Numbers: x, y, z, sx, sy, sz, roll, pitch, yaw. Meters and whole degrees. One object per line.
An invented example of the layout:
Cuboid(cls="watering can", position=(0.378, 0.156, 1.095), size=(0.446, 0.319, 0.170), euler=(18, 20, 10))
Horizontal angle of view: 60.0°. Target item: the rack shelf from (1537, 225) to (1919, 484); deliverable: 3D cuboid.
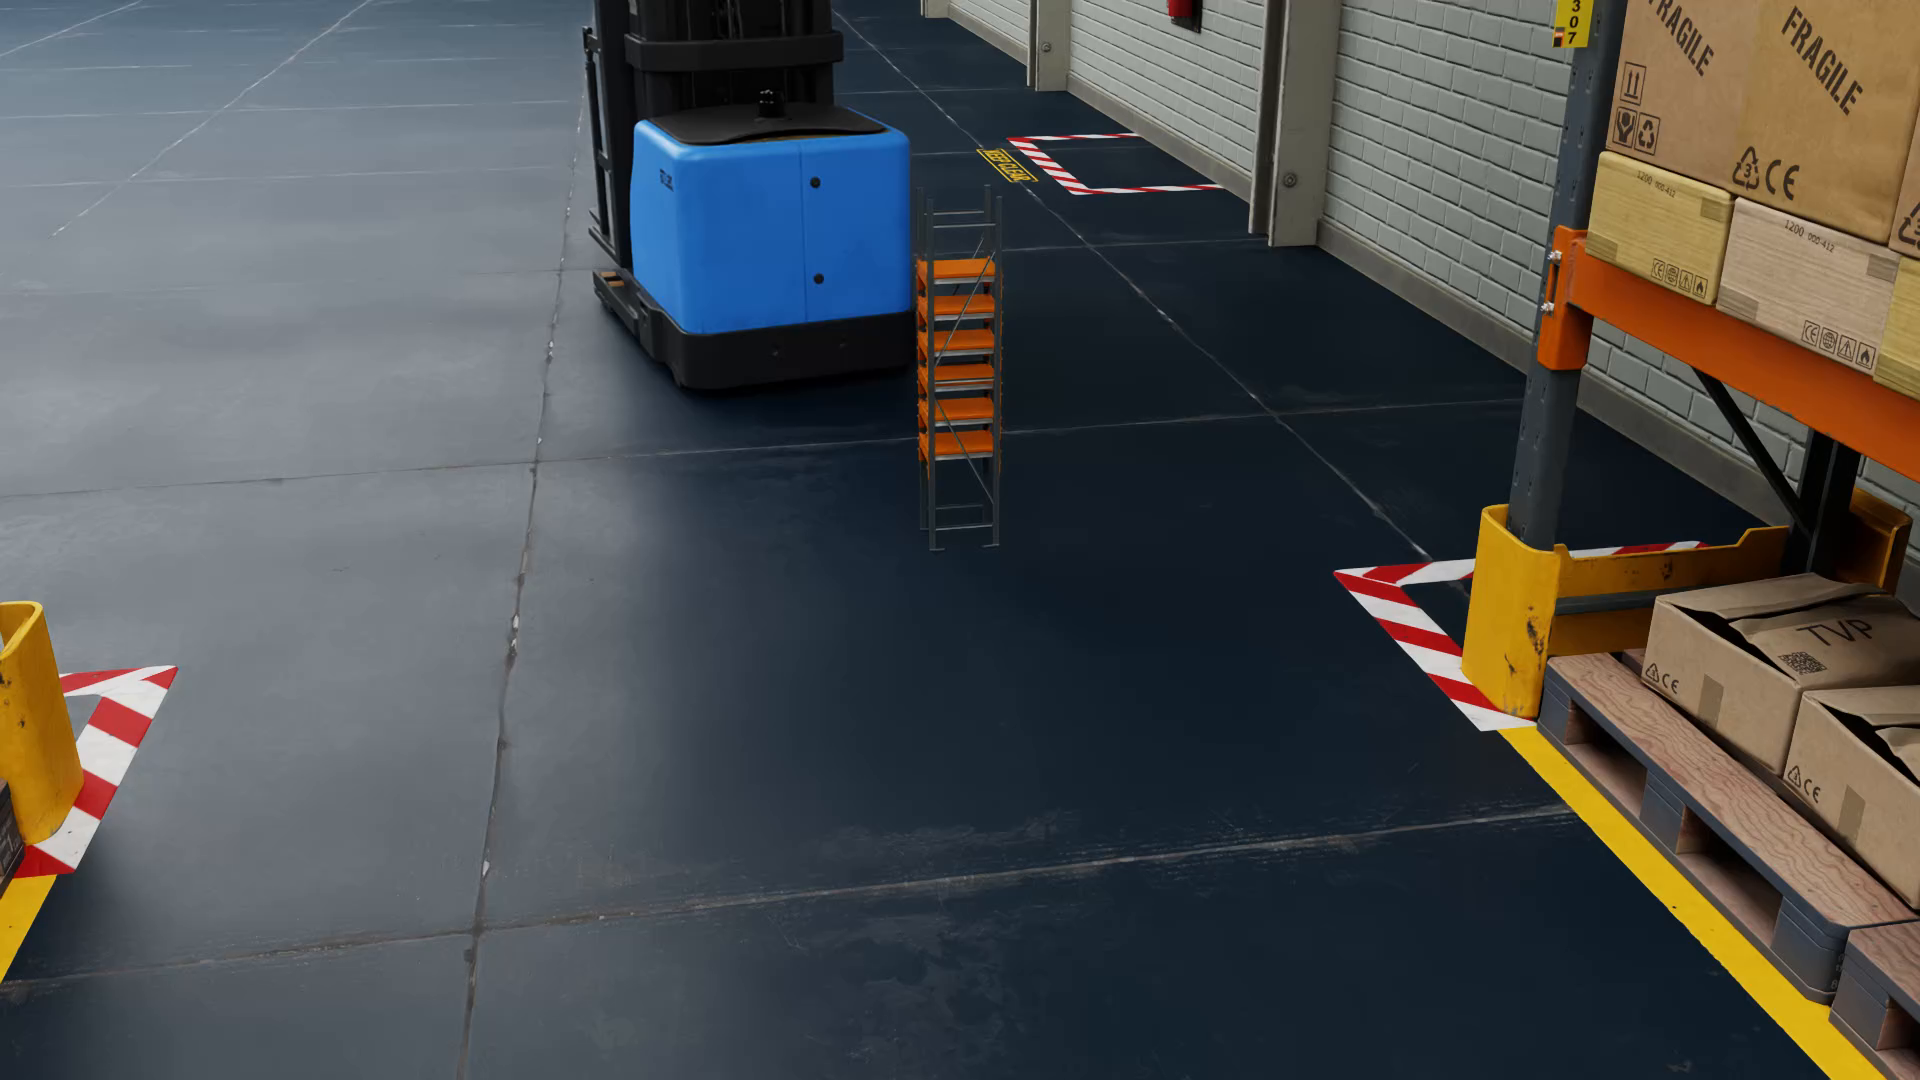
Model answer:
Cuboid(cls="rack shelf", position=(2.420, 0.100, 2.672), size=(1.077, 0.370, 4.000), euler=(-4, 24, -10))

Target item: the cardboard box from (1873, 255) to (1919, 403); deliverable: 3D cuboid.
Cuboid(cls="cardboard box", position=(2.026, -0.337, 2.937), size=(0.500, 0.250, 0.500), euler=(-5, 24, -11))

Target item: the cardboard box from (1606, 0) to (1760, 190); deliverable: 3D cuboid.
Cuboid(cls="cardboard box", position=(1.843, -1.090, 3.724), size=(0.500, 0.500, 0.500), euler=(-4, 24, -10))

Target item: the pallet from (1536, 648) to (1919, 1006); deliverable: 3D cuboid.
Cuboid(cls="pallet", position=(2.179, 0.614, 4.081), size=(1.003, 0.211, 1.213), euler=(-4, 24, -10))

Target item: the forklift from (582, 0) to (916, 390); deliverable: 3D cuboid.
Cuboid(cls="forklift", position=(-1.231, -2.537, 7.898), size=(1.130, 2.935, 3.031), euler=(-9, 25, -21))

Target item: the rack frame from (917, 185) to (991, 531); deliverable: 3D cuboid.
Cuboid(cls="rack frame", position=(-0.020, -0.592, 5.605), size=(0.240, 1.200, 0.006), euler=(-4, 24, -10))

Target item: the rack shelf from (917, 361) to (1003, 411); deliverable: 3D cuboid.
Cuboid(cls="rack shelf", position=(-0.003, -0.515, 5.541), size=(0.258, 0.103, 0.180), euler=(-4, 24, -10))

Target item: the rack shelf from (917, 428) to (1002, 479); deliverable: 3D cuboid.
Cuboid(cls="rack shelf", position=(-0.003, -0.295, 5.637), size=(0.258, 0.103, 0.180), euler=(-4, 24, -10))

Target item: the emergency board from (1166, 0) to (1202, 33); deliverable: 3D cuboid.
Cuboid(cls="emergency board", position=(1.500, -4.140, 11.481), size=(0.194, 1.169, 0.643), euler=(-4, 24, -10))

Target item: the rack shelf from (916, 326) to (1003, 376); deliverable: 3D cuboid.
Cuboid(cls="rack shelf", position=(-0.003, -0.625, 5.493), size=(0.258, 0.103, 0.180), euler=(-4, 24, -10))

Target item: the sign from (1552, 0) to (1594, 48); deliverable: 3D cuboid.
Cuboid(cls="sign", position=(1.517, -1.373, 4.064), size=(0.100, 0.325, 0.005), euler=(-4, 24, -10))

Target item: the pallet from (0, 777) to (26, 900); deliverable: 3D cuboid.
Cuboid(cls="pallet", position=(-2.635, 0.927, 3.363), size=(1.003, 0.211, 1.213), euler=(-4, 24, -10))

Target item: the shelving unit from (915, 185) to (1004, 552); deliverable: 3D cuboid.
Cuboid(cls="shelving unit", position=(-0.003, -0.556, 5.523), size=(0.258, 1.200, 0.189), euler=(-4, 24, -10))

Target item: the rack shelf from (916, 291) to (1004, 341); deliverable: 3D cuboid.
Cuboid(cls="rack shelf", position=(-0.003, -0.735, 5.445), size=(0.258, 0.103, 0.180), euler=(-4, 24, -10))

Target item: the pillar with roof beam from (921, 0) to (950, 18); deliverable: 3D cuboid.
Cuboid(cls="pillar with roof beam", position=(-4.530, -10.316, 18.126), size=(9.100, 9.000, 0.400), euler=(-4, 24, -10))

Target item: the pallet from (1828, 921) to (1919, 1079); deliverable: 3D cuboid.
Cuboid(cls="pallet", position=(2.401, 1.093, 2.985), size=(1.003, 0.211, 1.213), euler=(-4, 24, -10))

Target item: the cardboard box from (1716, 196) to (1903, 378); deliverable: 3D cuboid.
Cuboid(cls="cardboard box", position=(1.938, -0.538, 3.397), size=(0.500, 0.250, 0.500), euler=(-5, 24, -11))

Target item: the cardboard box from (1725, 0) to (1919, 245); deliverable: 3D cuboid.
Cuboid(cls="cardboard box", position=(1.924, -0.895, 3.277), size=(0.500, 0.500, 0.500), euler=(-4, 24, -10))

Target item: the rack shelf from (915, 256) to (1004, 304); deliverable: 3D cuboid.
Cuboid(cls="rack shelf", position=(-0.003, -0.845, 5.397), size=(0.258, 0.103, 0.180), euler=(-4, 24, -10))

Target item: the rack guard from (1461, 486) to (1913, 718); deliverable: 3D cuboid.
Cuboid(cls="rack guard", position=(2.064, 0.159, 4.761), size=(1.175, 0.500, 0.348), euler=(-4, 24, -10))

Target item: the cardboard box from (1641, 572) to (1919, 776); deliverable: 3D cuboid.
Cuboid(cls="cardboard box", position=(2.089, 0.293, 4.141), size=(0.500, 0.311, 0.500), euler=(-7, 25, -16))

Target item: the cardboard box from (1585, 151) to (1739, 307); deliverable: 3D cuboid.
Cuboid(cls="cardboard box", position=(1.828, -0.741, 3.862), size=(0.500, 0.250, 0.500), euler=(-5, 24, -11))

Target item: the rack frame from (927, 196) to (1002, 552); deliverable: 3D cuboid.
Cuboid(cls="rack frame", position=(0.014, -0.520, 5.440), size=(0.240, 1.200, 0.006), euler=(-4, 24, -10))

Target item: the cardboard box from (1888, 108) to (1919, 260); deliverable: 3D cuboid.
Cuboid(cls="cardboard box", position=(2.014, -0.692, 2.811), size=(0.500, 0.500, 0.500), euler=(-5, 24, -11))

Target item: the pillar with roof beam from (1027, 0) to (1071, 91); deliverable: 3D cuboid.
Cuboid(cls="pillar with roof beam", position=(-3.420, -7.956, 12.722), size=(9.100, 9.000, 0.400), euler=(-4, 24, -10))

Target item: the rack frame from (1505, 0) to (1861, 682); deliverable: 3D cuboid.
Cuboid(cls="rack frame", position=(2.050, -1.016, 4.329), size=(1.000, 3.000, 0.127), euler=(-4, 24, -10))

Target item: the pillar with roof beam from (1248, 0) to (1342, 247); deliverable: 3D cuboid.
Cuboid(cls="pillar with roof beam", position=(-2.311, -5.596, 7.319), size=(9.100, 9.000, 0.400), euler=(-4, 24, -10))

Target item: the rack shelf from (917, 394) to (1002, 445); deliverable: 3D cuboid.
Cuboid(cls="rack shelf", position=(-0.003, -0.405, 5.589), size=(0.258, 0.103, 0.180), euler=(-4, 24, -10))

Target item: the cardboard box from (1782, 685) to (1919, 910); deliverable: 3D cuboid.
Cuboid(cls="cardboard box", position=(2.195, 0.517, 3.627), size=(0.500, 0.311, 0.500), euler=(-2, 24, -5))

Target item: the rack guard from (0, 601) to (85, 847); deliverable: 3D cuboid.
Cuboid(cls="rack guard", position=(-2.822, 0.488, 4.008), size=(1.175, 0.500, 0.348), euler=(-4, 24, -10))
